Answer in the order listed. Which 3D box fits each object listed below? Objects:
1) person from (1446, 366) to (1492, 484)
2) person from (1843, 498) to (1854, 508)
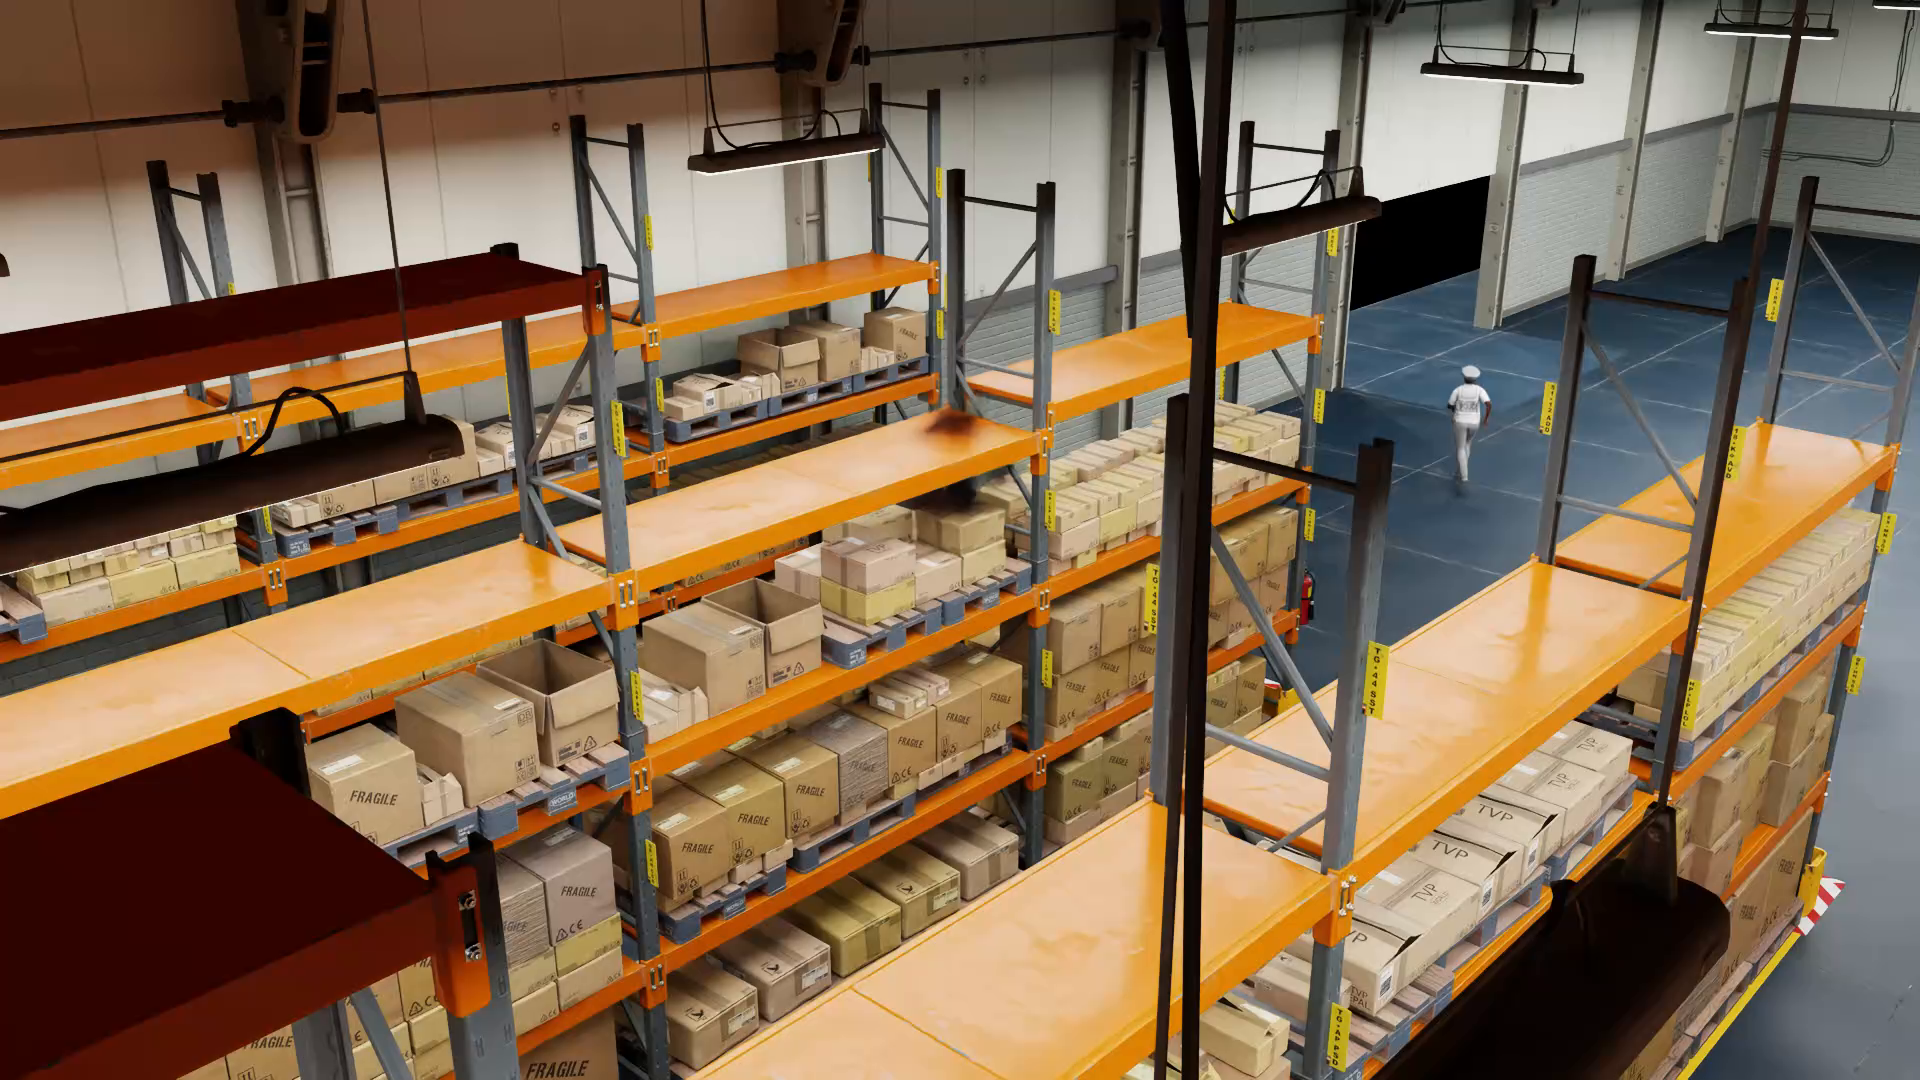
[{"bbox_3d":[7.255,-1.621,23.839,0.547,1.738,0.863,0,21,-1],"label":"person"},{"bbox_3d":[9.838,0.282,18.775,0.648,1.778,1.008,-5,22,-12],"label":"person"}]
